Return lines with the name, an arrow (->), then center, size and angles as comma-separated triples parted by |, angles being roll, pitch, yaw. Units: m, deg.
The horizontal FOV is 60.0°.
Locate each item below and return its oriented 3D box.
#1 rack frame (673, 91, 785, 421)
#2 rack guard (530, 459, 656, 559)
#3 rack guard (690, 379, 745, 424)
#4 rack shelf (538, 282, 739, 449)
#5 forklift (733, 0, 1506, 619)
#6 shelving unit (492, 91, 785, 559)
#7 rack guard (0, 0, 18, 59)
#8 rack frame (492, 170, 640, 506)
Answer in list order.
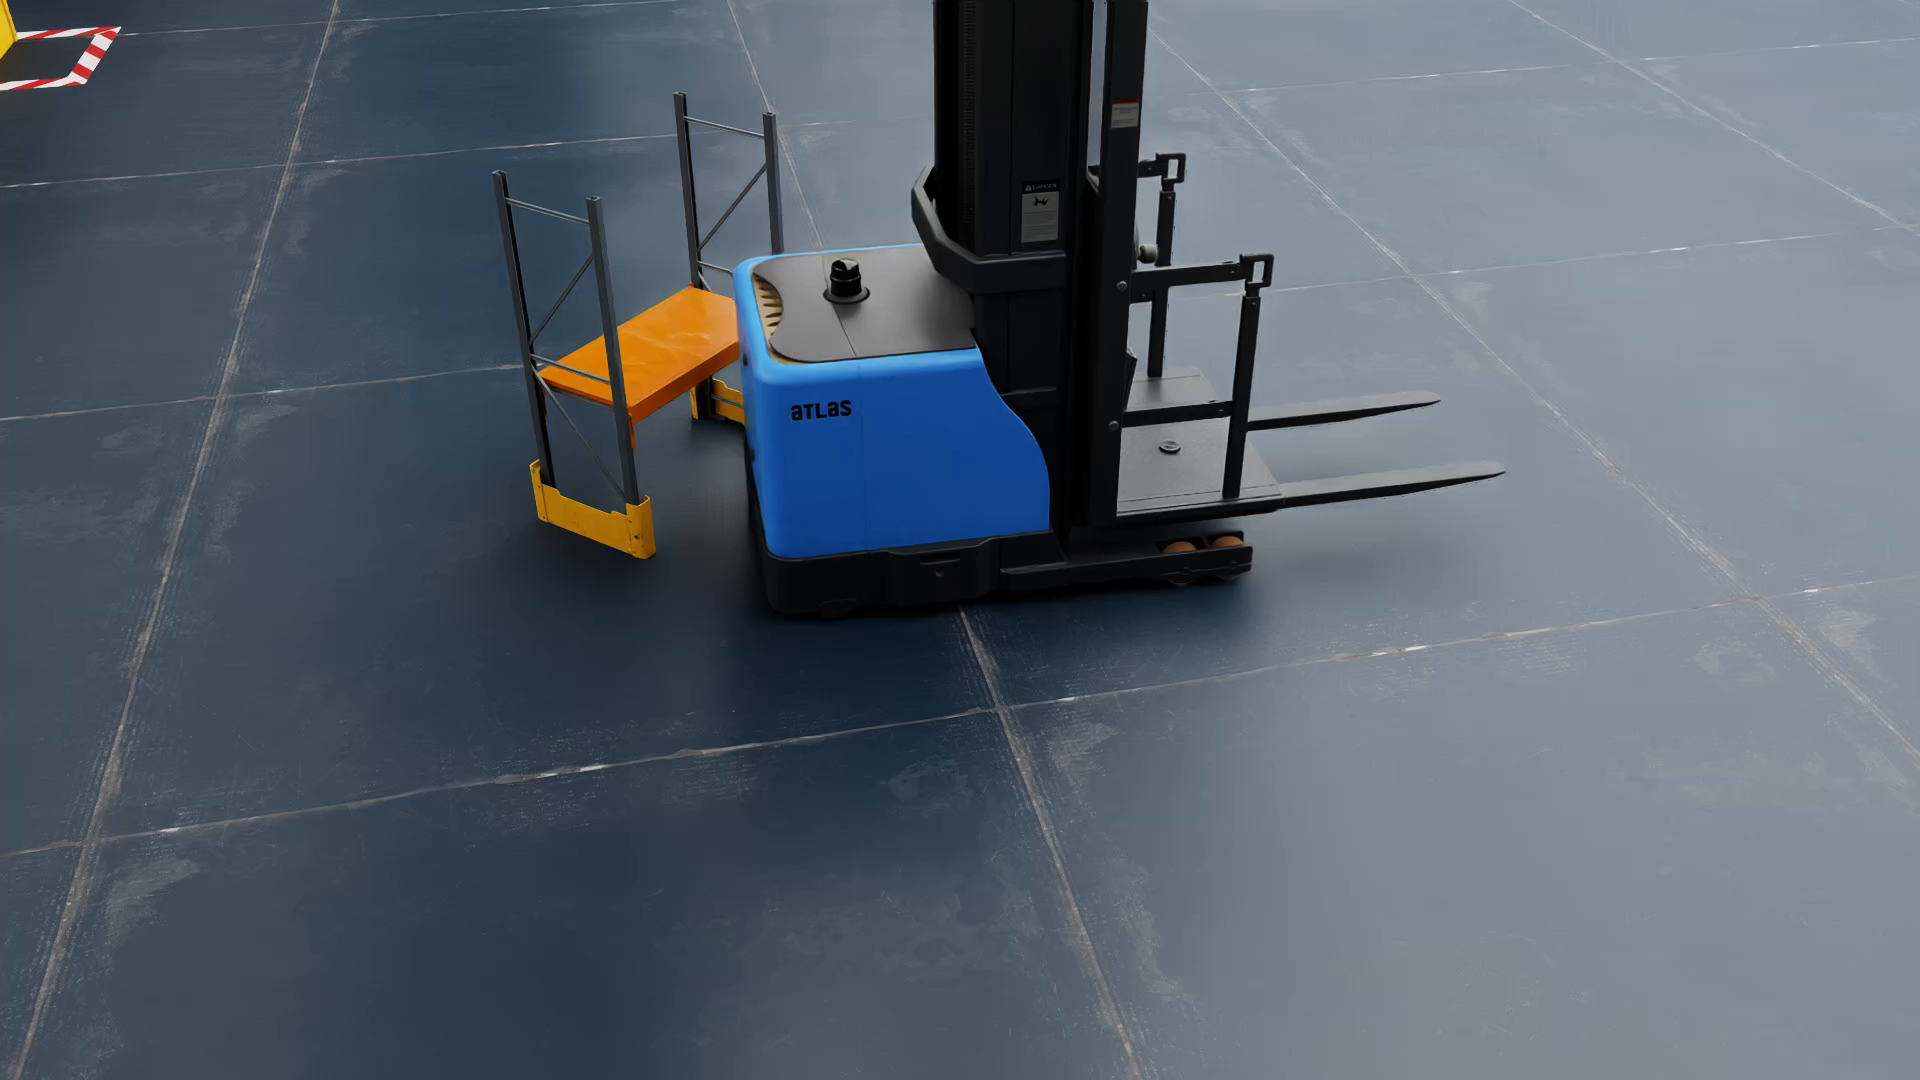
rack frame -> -0.948, -1.128, 7.086 | 0.500, 1.500, 0.032 | 19, 38, 26
rack guard -> -1.484, -0.129, 6.718 | 0.587, 0.250, 0.087 | 19, 38, 26
rack guard -> -0.958, -0.600, 7.420 | 0.587, 0.250, 0.087 | 19, 38, 26
rack shelf -> -1.216, -0.739, 6.827 | 0.538, 0.185, 1.000 | 19, 38, 26
forklift -> 0.676, -1.326, 6.096 | 3.031, 2.935, 1.130 | -6, 34, -10
shelving unit -> -1.221, -0.884, 6.721 | 0.587, 1.500, 1.083 | 19, 38, 26
rack guard -> -6.991, -3.592, 11.654 | 0.348, 0.500, 1.175 | -7, 35, -11
rack frame -> -1.484, -0.647, 6.369 | 0.500, 1.500, 0.032 | 19, 38, 26
